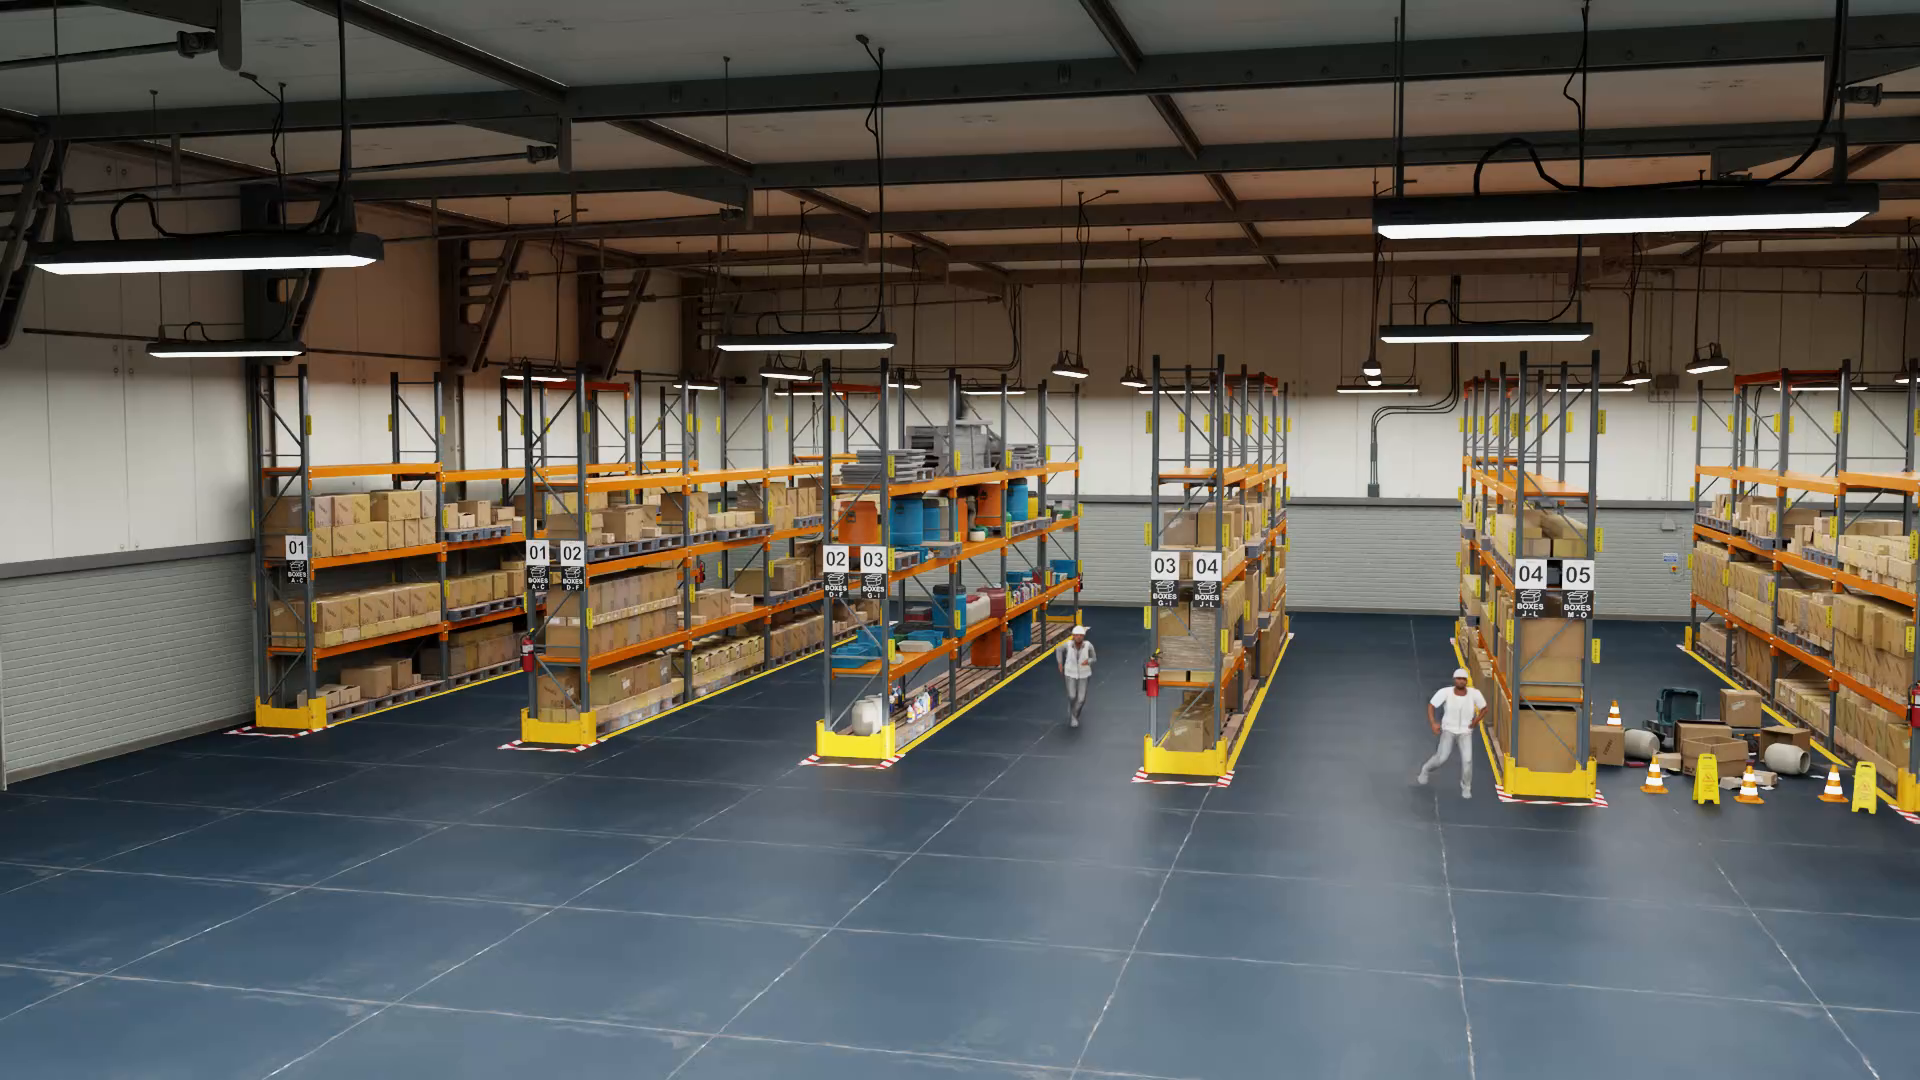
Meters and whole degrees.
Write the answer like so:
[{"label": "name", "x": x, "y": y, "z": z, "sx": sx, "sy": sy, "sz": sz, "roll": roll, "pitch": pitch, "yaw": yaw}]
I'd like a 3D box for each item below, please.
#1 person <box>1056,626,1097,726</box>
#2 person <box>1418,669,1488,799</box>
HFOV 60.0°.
[{"label": "person", "x": 1.933, "y": 2.258, "z": 27.549, "sx": 0.645, "sy": 1.699, "sz": 0.737, "roll": 0, "pitch": 4, "yaw": -3}, {"label": "person", "x": 6.721, "y": 2.609, "z": 22.584, "sx": 0.887, "sy": 1.760, "sz": 0.655, "roll": 0, "pitch": 4, "yaw": 3}]
